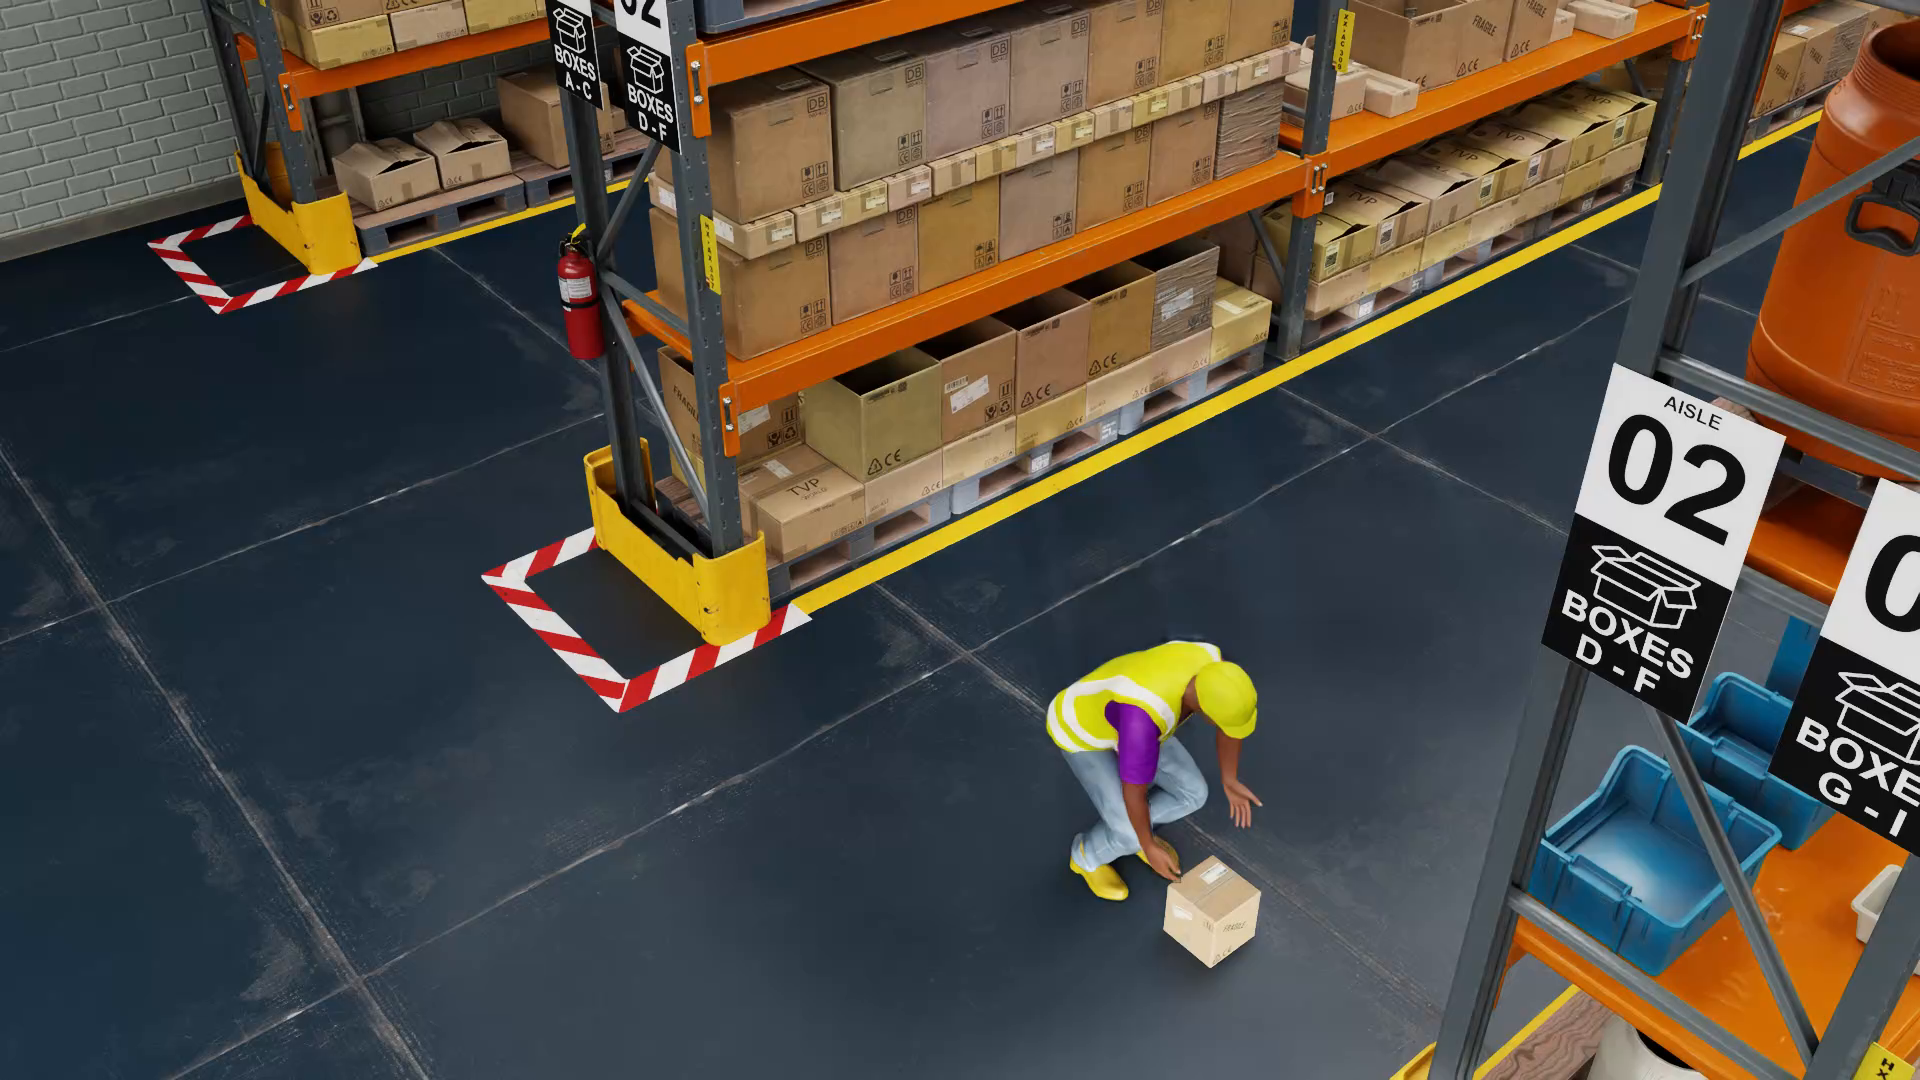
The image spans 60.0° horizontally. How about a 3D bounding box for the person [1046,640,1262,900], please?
[{"bbox_3d":[0.741,0.824,6.353,0.625,1.253,0.828,-26,43,-32],"label":"person"}]
